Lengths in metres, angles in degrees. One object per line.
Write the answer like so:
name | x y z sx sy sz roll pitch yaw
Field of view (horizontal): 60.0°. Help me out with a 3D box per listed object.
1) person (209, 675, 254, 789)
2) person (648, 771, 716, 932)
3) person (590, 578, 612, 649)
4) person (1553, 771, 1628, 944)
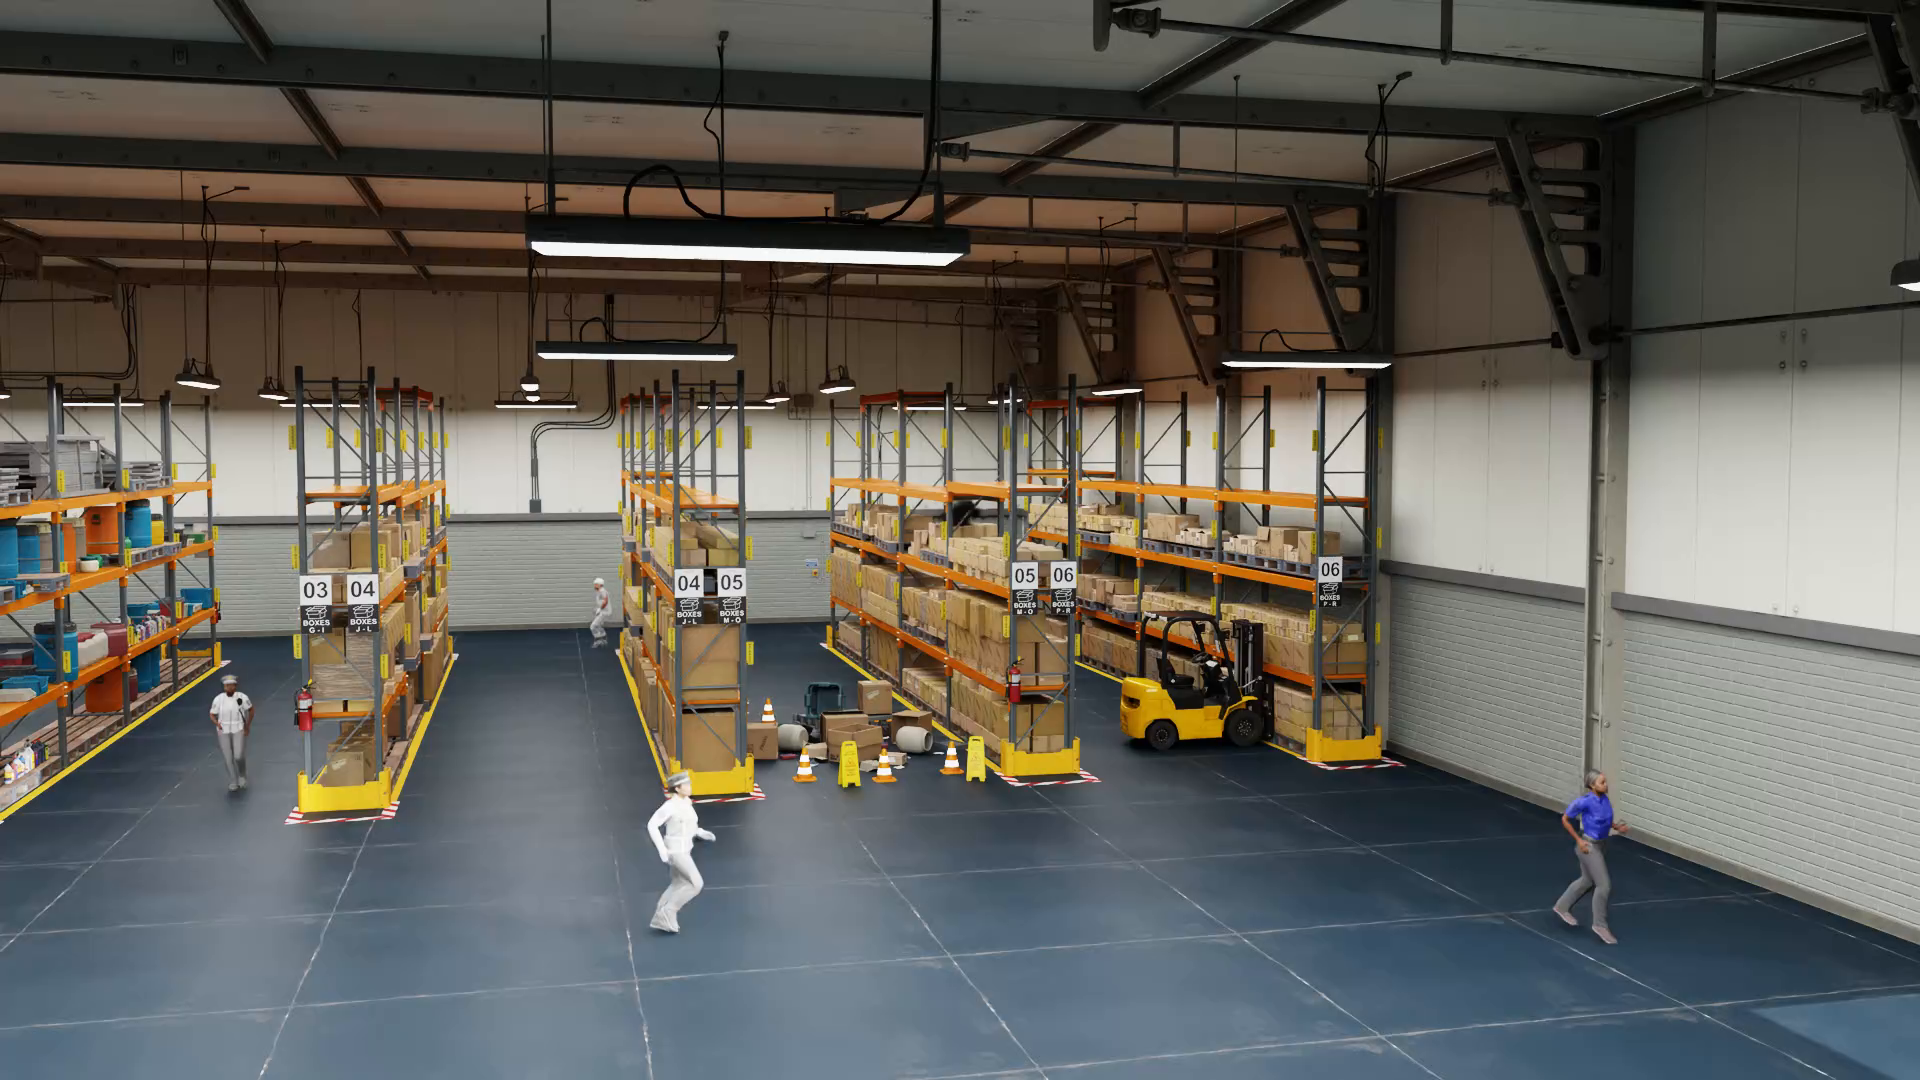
person | -10.403 2.748 23.742 0.576 1.660 0.573 -1 4 -17
person | -2.820 3.154 16.852 0.692 1.647 0.583 1 3 11
person | -8.679 1.773 40.087 0.518 1.719 0.948 -1 4 -18
person | 6.377 3.171 16.854 0.570 1.708 0.762 -3 5 -43
